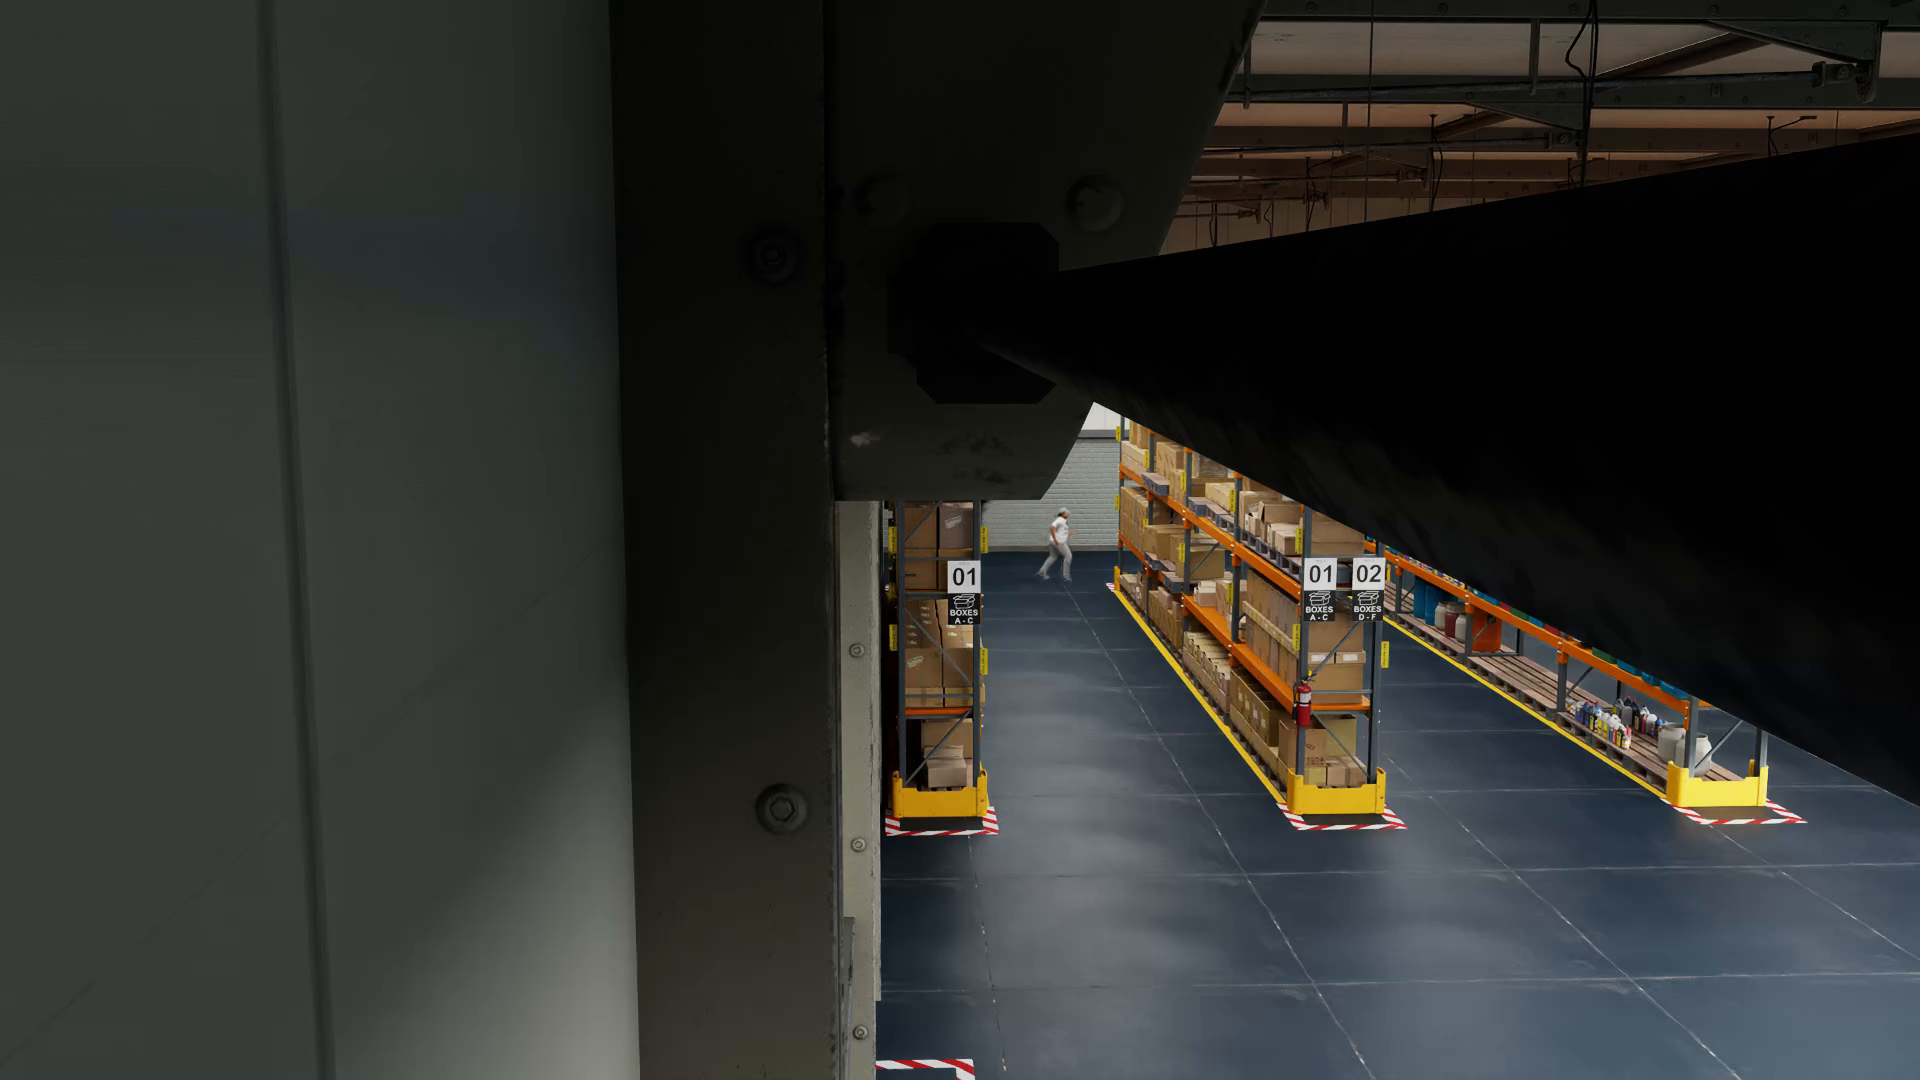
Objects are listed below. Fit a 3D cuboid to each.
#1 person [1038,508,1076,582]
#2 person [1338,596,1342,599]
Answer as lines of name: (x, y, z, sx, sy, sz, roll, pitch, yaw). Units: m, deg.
person: (2.207, 0.114, 37.668, 0.861, 1.710, 0.523, -1, 8, -7)
person: (6.618, 1.260, 29.847, 0.577, 1.653, 0.957, -1, 8, -7)
